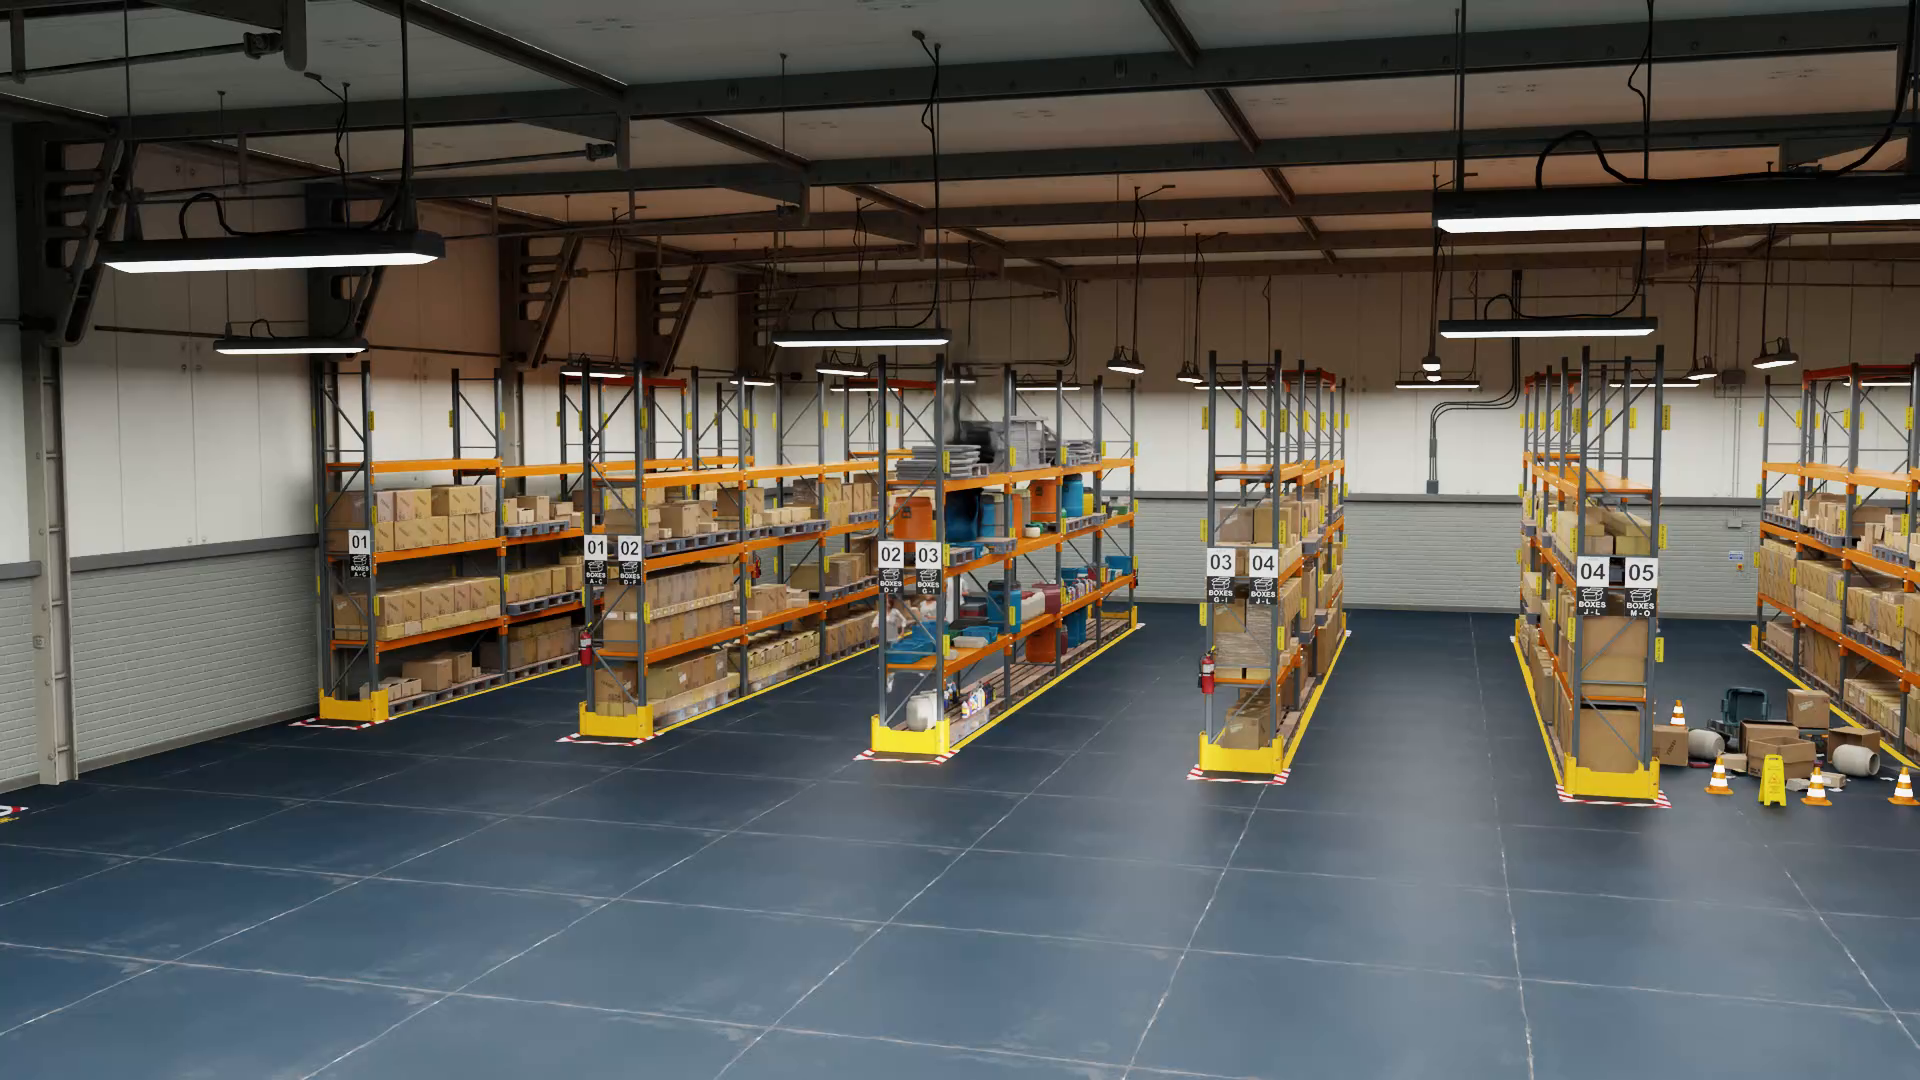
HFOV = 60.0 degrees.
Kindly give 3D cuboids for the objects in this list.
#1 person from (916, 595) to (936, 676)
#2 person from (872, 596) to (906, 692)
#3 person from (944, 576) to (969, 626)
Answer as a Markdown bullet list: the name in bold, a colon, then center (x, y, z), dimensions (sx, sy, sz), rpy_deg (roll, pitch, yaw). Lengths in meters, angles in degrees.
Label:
- **person**: center (-0.620, 1.795, 32.871), dimensions (0.553, 1.674, 0.907), rpy_deg (1, 4, 14)
- **person**: center (-1.257, 1.806, 29.247), dimensions (0.565, 1.646, 0.724), rpy_deg (1, 4, 10)
- **person**: center (-0.121, 1.483, 36.690), dimensions (0.646, 1.847, 0.780), rpy_deg (0, 4, 1)
